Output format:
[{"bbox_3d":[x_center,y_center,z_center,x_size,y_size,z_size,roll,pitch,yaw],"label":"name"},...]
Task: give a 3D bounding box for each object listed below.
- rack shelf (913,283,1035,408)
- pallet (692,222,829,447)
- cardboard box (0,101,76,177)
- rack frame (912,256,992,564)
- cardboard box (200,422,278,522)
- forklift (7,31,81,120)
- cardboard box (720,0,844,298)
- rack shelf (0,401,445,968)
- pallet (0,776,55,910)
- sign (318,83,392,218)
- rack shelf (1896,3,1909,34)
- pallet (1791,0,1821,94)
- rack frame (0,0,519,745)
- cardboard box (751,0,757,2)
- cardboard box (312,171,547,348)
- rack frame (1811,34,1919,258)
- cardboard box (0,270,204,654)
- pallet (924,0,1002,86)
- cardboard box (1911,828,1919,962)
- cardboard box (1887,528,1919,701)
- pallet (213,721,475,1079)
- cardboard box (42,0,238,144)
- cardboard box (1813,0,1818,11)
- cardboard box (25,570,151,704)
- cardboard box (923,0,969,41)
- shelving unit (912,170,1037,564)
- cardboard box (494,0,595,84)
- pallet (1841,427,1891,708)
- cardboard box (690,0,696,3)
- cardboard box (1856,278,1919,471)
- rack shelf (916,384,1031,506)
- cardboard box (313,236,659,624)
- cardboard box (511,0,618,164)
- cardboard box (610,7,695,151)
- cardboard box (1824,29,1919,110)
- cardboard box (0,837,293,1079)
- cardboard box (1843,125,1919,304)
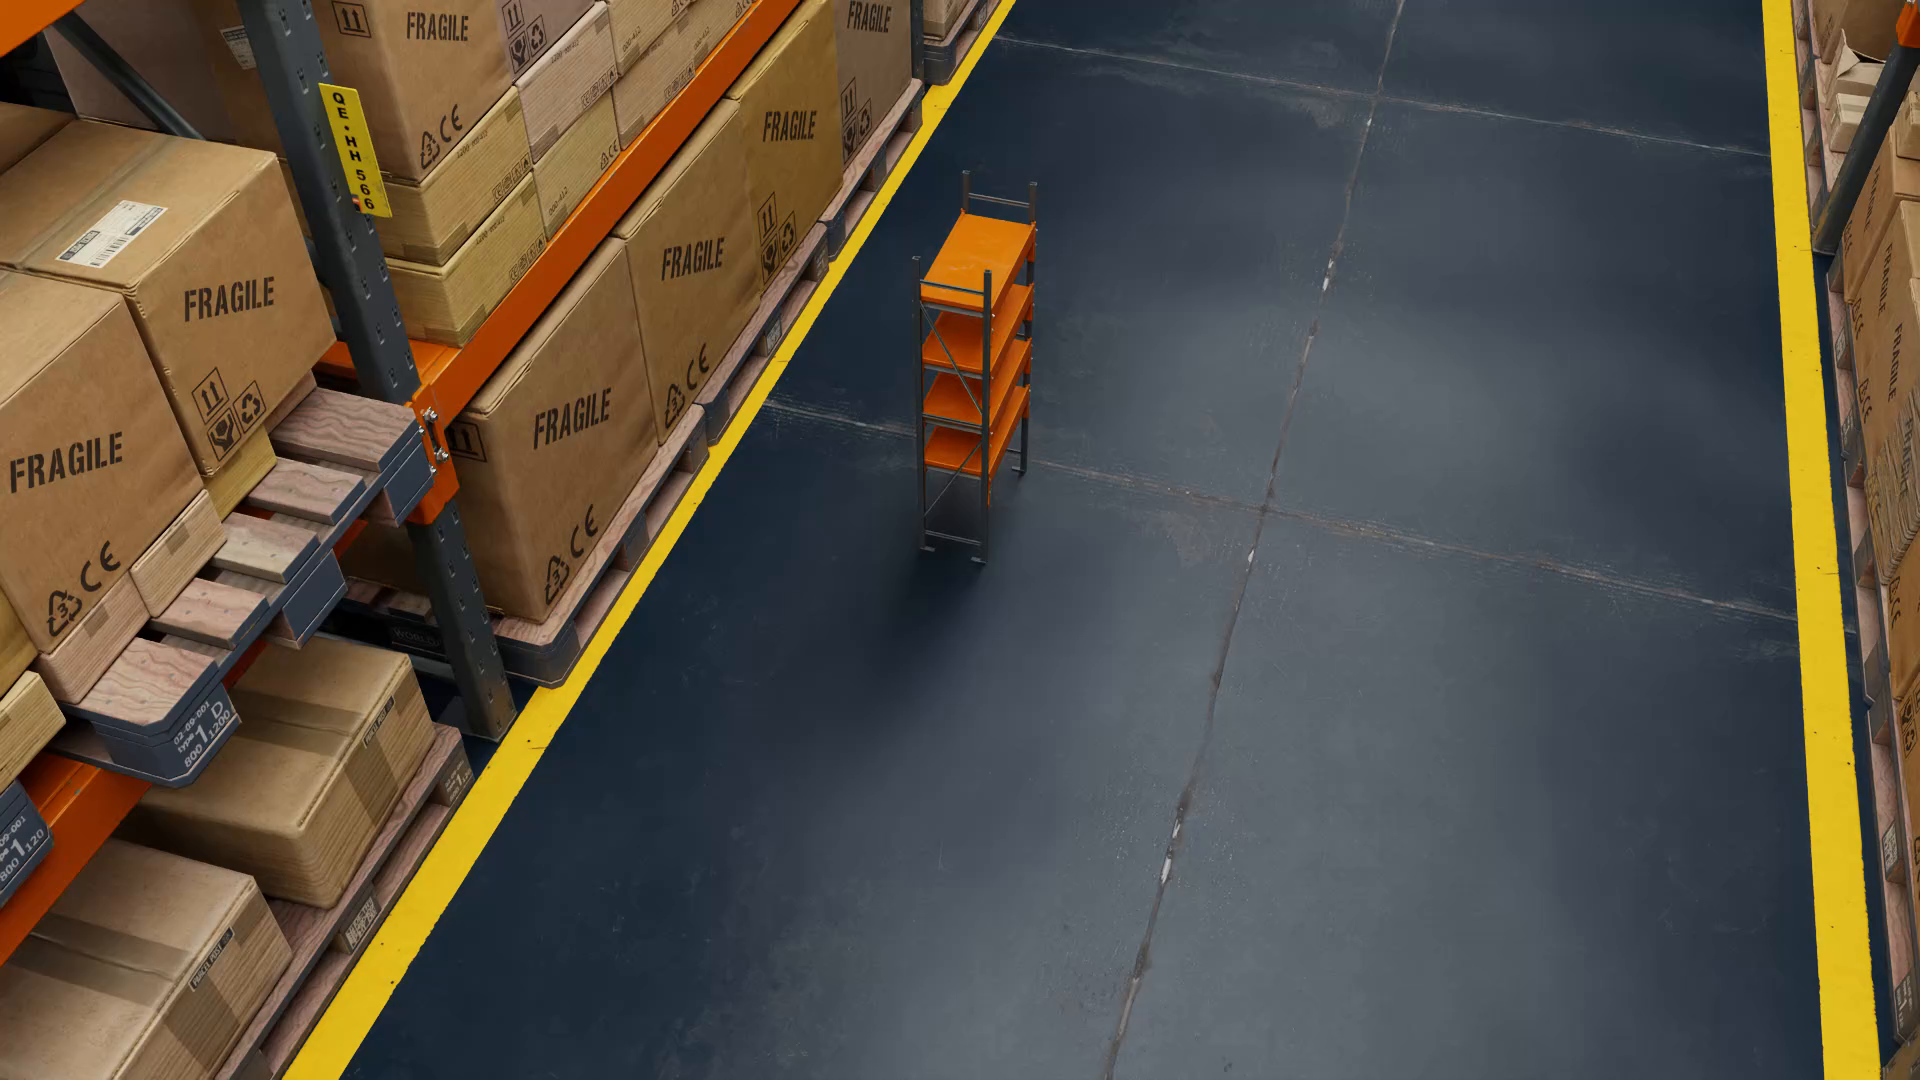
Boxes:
[{"bbox_3d":[0.050,-0.651,5.334,0.258,0.148,0.480,13,46,13],"label":"rack shelf"},{"bbox_3d":[-1.192,-0.914,6.533,1.003,0.211,1.213,13,46,13],"label":"pallet"},{"bbox_3d":[-2.230,-0.632,3.666,0.500,0.500,0.500,11,46,11],"label":"cardboard box"},{"bbox_3d":[-0.024,-0.377,5.277,0.240,1.200,0.015,13,46,13],"label":"rack frame"},{"bbox_3d":[-1.761,-0.188,3.677,0.380,0.149,0.250,13,46,13],"label":"cardboard box"},{"bbox_3d":[-2.973,-1.634,5.324,1.130,2.935,3.031,12,46,12],"label":"forklift"},{"bbox_3d":[-1.040,-1.613,6.473,0.875,0.875,0.875,14,46,14],"label":"cardboard box"},{"bbox_3d":[-2.479,1.000,3.098,1.077,0.370,4.000,13,46,13],"label":"rack shelf"},{"bbox_3d":[-2.434,0.806,2.918,1.003,0.211,1.213,13,46,13],"label":"pallet"},{"bbox_3d":[-1.353,-0.867,3.720,0.100,0.325,0.005,13,46,13],"label":"sign"},{"bbox_3d":[4.675,-3.284,7.475,1.077,0.370,4.000,13,46,13],"label":"rack shelf"},{"bbox_3d":[4.646,-2.484,8.138,1.003,0.211,1.213,13,46,13],"label":"pallet"},{"bbox_3d":[-1.873,-0.590,4.209,1.000,3.000,0.127,13,46,13],"label":"rack frame"},{"bbox_3d":[-0.884,-2.179,5.939,0.500,0.250,0.500,11,46,11],"label":"cardboard box"},{"bbox_3d":[-1.485,-0.810,4.540,0.500,0.250,0.500,12,46,12],"label":"cardboard box"},{"bbox_3d":[4.070,-2.208,5.861,1.000,3.000,0.127,13,46,13],"label":"rack frame"},{"bbox_3d":[-1.892,-0.174,3.198,0.500,0.500,0.500,12,46,12],"label":"cardboard box"},{"bbox_3d":[-0.357,-2.750,8.410,1.003,0.211,1.213,13,46,13],"label":"pallet"},{"bbox_3d":[2.782,0.874,4.199,0.500,0.500,0.500,14,46,14],"label":"cardboard box"},{"bbox_3d":[3.099,0.194,4.894,0.500,0.500,0.500,14,46,14],"label":"cardboard box"},{"bbox_3d":[-2.111,0.927,4.652,1.003,0.211,1.213,13,46,13],"label":"pallet"},{"bbox_3d":[-1.966,-1.383,4.233,0.500,0.500,0.500,11,46,11],"label":"cardboard box"},{"bbox_3d":[4.454,-2.850,8.005,0.500,0.500,0.500,13,46,13],"label":"cardboard box"},{"bbox_3d":[-1.878,0.155,3.326,0.380,0.149,0.250,11,45,11],"label":"cardboard box"},{"bbox_3d":[-0.370,-2.887,8.087,0.875,0.438,0.875,12,46,12],"label":"cardboard box"},{"bbox_3d":[0.050,-0.539,5.443,0.258,1.200,0.503,13,46,13],"label":"shelving unit"},{"bbox_3d":[-1.350,-1.593,4.447,0.500,0.500,0.500,13,46,13],"label":"cardboard box"},{"bbox_3d":[3.492,0.155,5.441,1.003,0.211,1.213,13,46,13],"label":"pallet"},{"bbox_3d":[-0.998,-2.010,5.409,0.500,0.250,0.500,13,46,13],"label":"cardboard box"},{"bbox_3d":[3.402,-0.501,5.604,0.500,0.500,0.500,11,45,11],"label":"cardboard box"},{"bbox_3d":[0.050,-0.349,5.629,0.258,0.148,0.480,13,46,13],"label":"rack shelf"},{"bbox_3d":[-1.585,-0.424,5.257,0.875,0.875,0.875,12,46,12],"label":"cardboard box"},{"bbox_3d":[-1.327,-1.345,4.730,0.500,0.250,0.500,14,46,13],"label":"cardboard box"},{"bbox_3d":[-1.182,-1.504,5.250,0.500,0.250,0.500,14,46,14],"label":"cardboard box"},{"bbox_3d":[4.067,-2.052,7.357,0.396,0.266,0.258,14,46,14],"label":"cardboard box"},{"bbox_3d":[-2.270,1.067,4.094,0.950,0.372,0.625,12,46,12],"label":"cardboard box"},{"bbox_3d":[3.709,-1.190,6.308,0.500,0.500,0.500,14,46,14],"label":"cardboard box"}]
